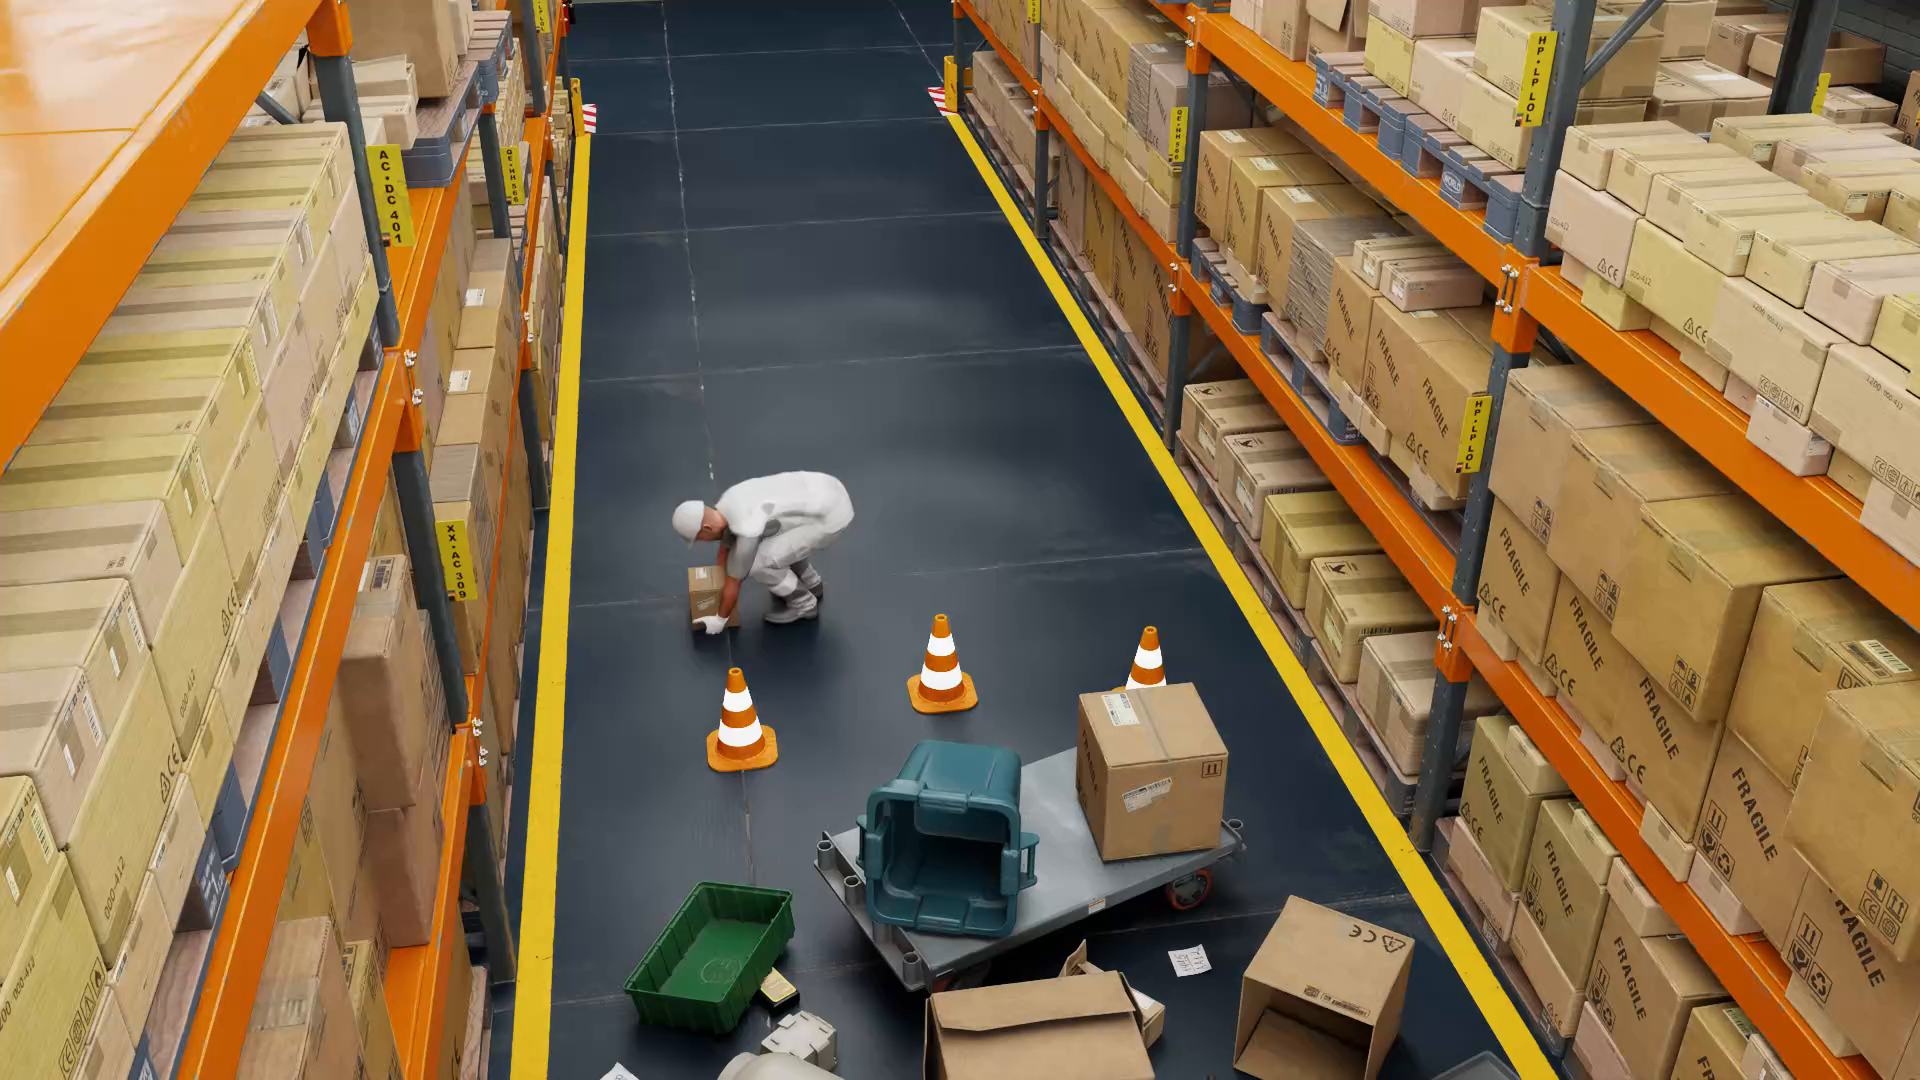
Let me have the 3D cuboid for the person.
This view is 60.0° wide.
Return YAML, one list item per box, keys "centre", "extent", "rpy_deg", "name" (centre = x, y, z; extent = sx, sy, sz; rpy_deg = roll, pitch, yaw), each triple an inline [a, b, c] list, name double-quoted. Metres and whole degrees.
- centre: [-1.053, 0.052, 9.015]
  extent: [0.966, 0.831, 0.519]
  rpy_deg: [-6, 31, -10]
  name: "person"
